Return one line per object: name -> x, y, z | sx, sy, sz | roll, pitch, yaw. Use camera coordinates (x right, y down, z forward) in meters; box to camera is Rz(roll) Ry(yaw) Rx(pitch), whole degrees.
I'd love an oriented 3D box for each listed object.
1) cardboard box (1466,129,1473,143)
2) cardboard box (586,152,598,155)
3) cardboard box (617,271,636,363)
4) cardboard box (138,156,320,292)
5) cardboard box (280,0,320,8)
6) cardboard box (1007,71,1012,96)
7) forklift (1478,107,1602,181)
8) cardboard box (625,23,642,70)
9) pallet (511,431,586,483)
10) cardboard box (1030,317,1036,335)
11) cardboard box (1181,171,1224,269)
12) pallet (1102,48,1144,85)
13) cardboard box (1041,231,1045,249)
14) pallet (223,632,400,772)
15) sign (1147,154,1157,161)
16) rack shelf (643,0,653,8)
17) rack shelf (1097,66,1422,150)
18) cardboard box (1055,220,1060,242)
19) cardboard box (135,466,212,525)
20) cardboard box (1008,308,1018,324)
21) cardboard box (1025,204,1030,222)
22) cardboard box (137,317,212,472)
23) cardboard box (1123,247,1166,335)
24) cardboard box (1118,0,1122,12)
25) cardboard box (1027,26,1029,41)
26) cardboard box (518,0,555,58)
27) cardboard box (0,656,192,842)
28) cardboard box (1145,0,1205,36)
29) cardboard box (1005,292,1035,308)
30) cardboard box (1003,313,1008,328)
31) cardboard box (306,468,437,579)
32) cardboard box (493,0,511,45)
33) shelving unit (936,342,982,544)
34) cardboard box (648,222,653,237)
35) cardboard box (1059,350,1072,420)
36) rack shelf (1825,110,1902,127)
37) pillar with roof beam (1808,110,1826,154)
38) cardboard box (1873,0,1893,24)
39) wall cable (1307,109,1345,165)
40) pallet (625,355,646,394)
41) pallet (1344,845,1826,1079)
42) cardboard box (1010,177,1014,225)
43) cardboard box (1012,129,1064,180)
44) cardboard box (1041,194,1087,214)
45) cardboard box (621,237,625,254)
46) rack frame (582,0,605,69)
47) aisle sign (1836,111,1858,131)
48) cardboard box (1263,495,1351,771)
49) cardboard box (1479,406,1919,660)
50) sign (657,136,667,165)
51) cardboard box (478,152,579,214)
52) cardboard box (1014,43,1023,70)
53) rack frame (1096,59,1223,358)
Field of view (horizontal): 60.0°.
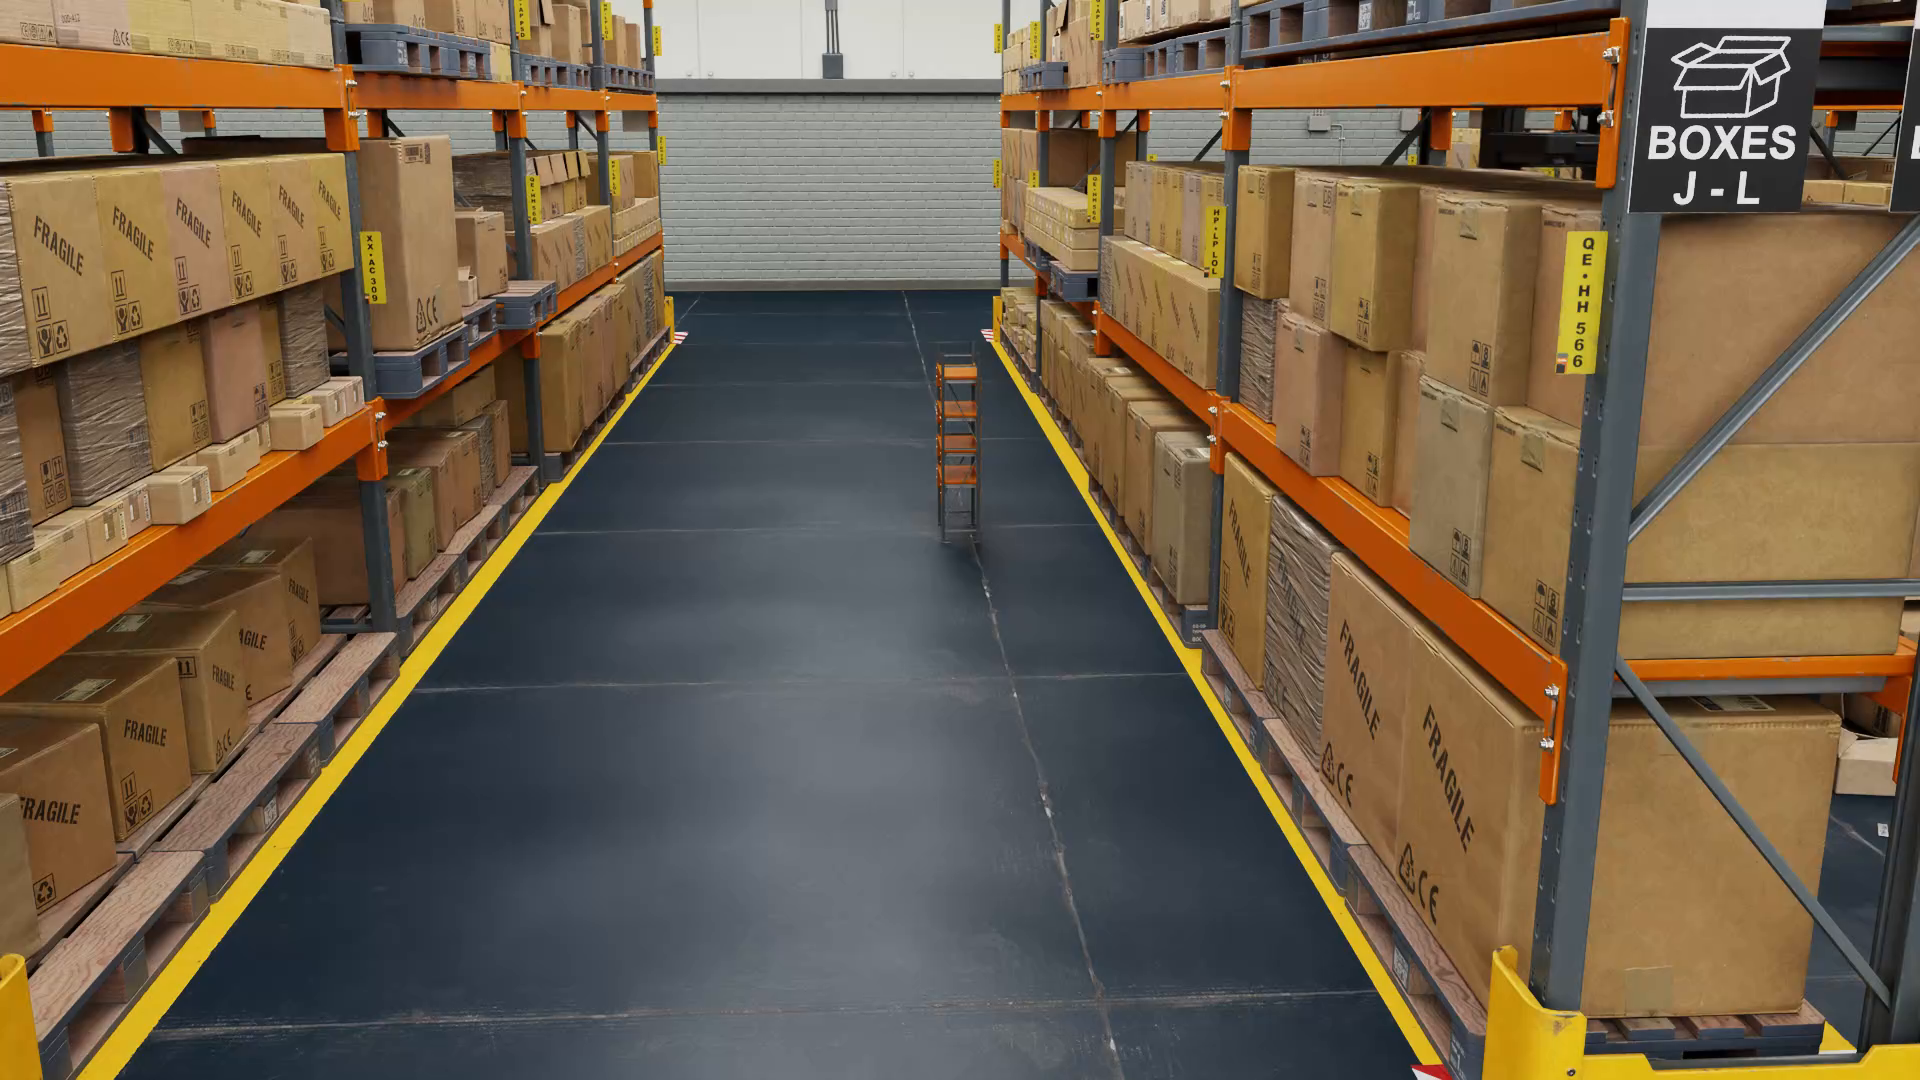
cardboard box -> 5.728, -4.385, 18.041 | 0.380, 0.149, 0.250 | -1, 14, -3
cardboard box -> -4.183, -3.987, 18.203 | 0.500, 0.500, 0.500 | -1, 14, -5
cardboard box -> -3.688, -2.146, 16.267 | 0.875, 0.875, 0.875 | -1, 14, -3
cardboard box -> -2.896, -1.261, 6.604 | 0.500, 0.500, 0.500 | -1, 14, -3
cardboard box -> -2.923, -2.313, 6.978 | 0.380, 0.149, 0.250 | 0, 14, -2
cardboard box -> 0.783, -4.986, 18.165 | 0.500, 0.250, 0.500 | 0, 14, -2
forklift -> 3.942, -1.535, 10.609 | 1.130, 2.935, 3.031 | -2, 15, -8
cardboard box -> -3.889, -5.425, 18.328 | 0.700, 0.500, 0.500 | -2, 15, -7
pallet -> -3.453, -0.658, 12.660 | 1.003, 0.211, 1.213 | -1, 14, -3
cardboard box -> 0.893, -2.116, 16.414 | 0.380, 0.149, 0.250 | -1, 14, -3
cardboard box -> 1.624, -1.777, 9.207 | 0.700, 0.500, 0.500 | -1, 14, -3
pallet -> 1.571, -3.064, 10.776 | 1.213, 0.211, 1.003 | 0, 14, -1
cardboard box -> 0.881, -2.509, 13.921 | 0.380, 0.149, 0.250 | -1, 14, -4
pallet -> -3.154, 0.701, 7.380 | 1.003, 0.211, 1.213 | -1, 14, -3
sign -> 1.784, -3.428, 15.505 | 0.100, 0.325, 0.005 | -1, 14, -3
rack shelf -> -3.851, -5.667, 16.737 | 1.077, 0.370, 4.000 | -1, 14, -3
rack shelf -> 1.602, -2.469, 9.528 | 1.077, 0.370, 4.000 | -1, 14, -3
cardboard box -> 0.941, -2.398, 12.892 | 0.380, 0.149, 0.250 | -1, 14, -3
cardboard box -> -2.759, -0.149, 5.590 | 0.380, 0.149, 0.250 | -1, 14, -3
cardboard box -> 0.730, -2.491, 18.469 | 0.380, 0.149, 0.250 | 0, 14, -2
cardboard box -> 0.795, -2.978, 15.146 | 0.380, 0.149, 0.250 | -1, 14, -3
cardboard box -> -3.148, -0.523, 5.743 | 0.875, 0.500, 0.500 | -1, 14, -3
cardboard box -> 1.301, -1.543, 10.304 | 0.500, 0.500, 0.500 | -1, 14, -3
cardboard box -> 1.193, -3.831, 11.640 | 0.396, 0.266, 0.258 | -1, 14, -3
cardboard box -> 0.865, -5.005, 16.438 | 0.380, 0.149, 0.250 | -1, 15, -6
cardboard box -> -3.627, -4.025, 13.080 | 0.797, 0.503, 0.637 | -1, 14, -4
cardboard box -> -3.096, 0.726, 5.859 | 0.500, 0.500, 0.500 | 0, 14, 2
cardboard box -> 1.366, -3.088, 9.625 | 0.500, 0.311, 0.500 | -1, 14, -4
cardboard box -> 0.700, -2.696, 18.670 | 0.380, 0.149, 0.250 | -1, 14, -4
cardboard box -> 0.695, -2.540, 19.256 | 0.380, 0.149, 0.250 | -1, 14, -2
cardboard box -> -3.258, -0.091, 8.993 | 0.700, 0.500, 0.500 | -1, 14, -4
cardboard box -> -3.200, -3.440, 10.651 | 0.500, 0.500, 0.500 | -1, 14, -2
shelving unit -> -0.010, -0.622, 10.537 | 0.258, 1.200, 0.503 | -1, 14, -3
cardboard box -> -3.577, -3.406, 18.249 | 0.380, 0.149, 0.250 | -1, 14, -2
cardboard box -> 1.099, -1.275, 13.637 | 0.500, 0.500, 0.500 | -2, 15, -6
rack shelf -> 10.994, -4.638, 17.957 | 1.077, 0.370, 4.000 | -1, 14, -3
pillar with roof beam -> 7.306, -7.555, 21.829 | 9.100, 9.000, 0.400 | -1, 14, -3
cardboard box -> 6.238, -3.762, 12.057 | 0.797, 0.503, 0.637 | -2, 15, -7
wall cable -> 5.544, -5.863, 25.192 | 0.585, 1.953, 0.123 | -1, 14, -3
pallet -> -3.696, -1.646, 16.499 | 1.003, 0.211, 1.213 | -1, 14, -3
pallet -> 1.846, 1.280, 5.129 | 1.003, 0.211, 1.213 | -1, 14, -3
cardboard box -> 0.810, -3.674, 17.988 | 0.500, 0.500, 0.500 | -1, 14, -3
cardboard box -> 0.828, -4.031, 17.371 | 0.500, 0.500, 0.500 | -1, 14, -5
cardboard box -> 0.876, -2.801, 13.859 | 0.380, 0.149, 0.250 | 0, 14, -1
cardboard box -> -3.429, -2.828, 16.003 | 0.380, 0.149, 0.250 | -1, 14, -5
rack frame -> -3.727, -5.711, 14.665 | 1.000, 3.000, 0.127 | -1, 14, -3
aisle sign -> 10.573, -5.303, 19.899 | 0.394, 0.787, 0.004 | -1, 14, -3
cardboard box -> 1.754, 0.339, 6.609 | 0.875, 0.875, 0.875 | -1, 14, -3
cardboard box -> 1.905, -0.037, 4.350 | 0.875, 0.550, 0.550 | -1, 14, -3
sign -> -3.432, -4.481, 19.124 | 0.100, 0.325, 0.005 | -1, 14, -3
cardboard box -> -3.648, -3.011, 13.994 | 0.797, 0.503, 0.637 | -1, 14, -3
cardboard box -> 0.836, -4.980, 17.139 | 0.500, 0.250, 0.500 | -1, 14, -6
rack frame -> 1.478, -1.863, 11.746 | 1.000, 3.000, 0.127 | -1, 14, -3
